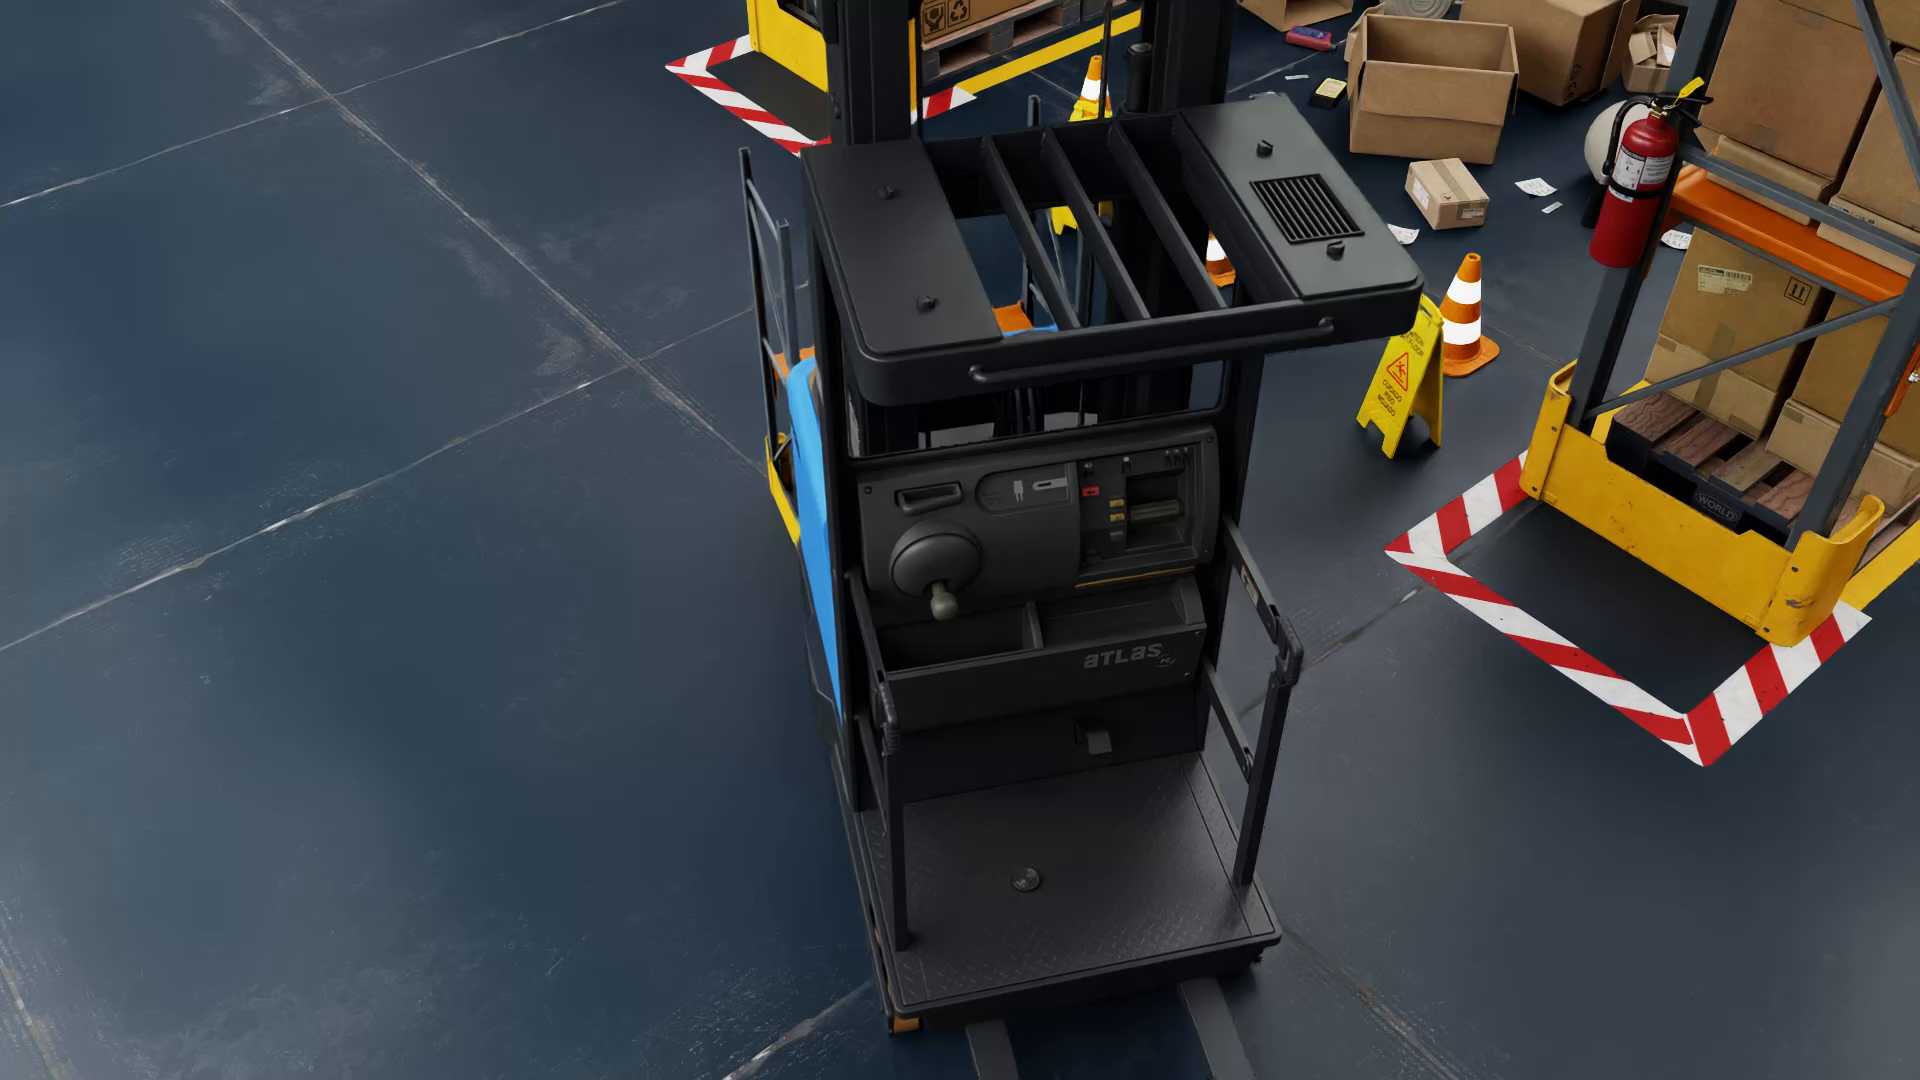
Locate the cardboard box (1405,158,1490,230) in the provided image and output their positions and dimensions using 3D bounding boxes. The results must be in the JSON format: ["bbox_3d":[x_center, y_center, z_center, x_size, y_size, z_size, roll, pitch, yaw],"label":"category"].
[{"bbox_3d":[2.309,-1.644,7.892,0.250,0.149,0.380,-7,44,-7],"label":"cardboard box"}]

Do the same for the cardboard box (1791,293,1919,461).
[{"bbox_3d":[3.414,-0.691,5.949,0.500,0.500,0.500,-32,52,-29],"label":"cardboard box"}]

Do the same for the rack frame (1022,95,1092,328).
[{"bbox_3d":[0.333,-0.811,6.018,0.032,1.500,0.500,-14,45,-14],"label":"rack frame"}]

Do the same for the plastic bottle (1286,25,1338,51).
[{"bbox_3d":[1.947,-2.750,9.133,0.283,0.061,0.133,22,47,21],"label":"plastic bottle"}]

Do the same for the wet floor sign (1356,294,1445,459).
[{"bbox_3d":[1.768,-0.667,6.489,0.232,0.644,0.267,-14,45,-14],"label":"wet floor sign"}]

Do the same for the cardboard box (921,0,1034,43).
[{"bbox_3d":[-0.176,-3.313,8.832,0.875,0.875,0.875,-29,51,-28],"label":"cardboard box"}]

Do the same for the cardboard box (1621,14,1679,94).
[{"bbox_3d":[3.666,-2.577,8.800,0.258,0.266,0.396,7,44,7],"label":"cardboard box"}]

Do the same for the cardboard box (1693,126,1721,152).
[{"bbox_3d":[3.973,-2.138,8.159,0.500,0.500,0.500,0,43,0],"label":"cardboard box"}]

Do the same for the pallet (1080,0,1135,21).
[{"bbox_3d":[0.845,-3.511,9.834,1.213,0.211,1.003,-30,51,-28],"label":"pallet"}]

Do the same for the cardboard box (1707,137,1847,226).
[{"bbox_3d":[2.749,-1.232,5.554,0.250,0.149,0.380,-28,50,-27],"label":"cardboard box"}]

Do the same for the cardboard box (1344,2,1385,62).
[{"bbox_3d":[2.278,-2.640,8.867,0.258,0.266,0.396,-21,47,-21],"label":"cardboard box"}]

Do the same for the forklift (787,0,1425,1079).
[{"bbox_3d":[0.258,0.045,4.061,1.130,2.935,3.031,-9,44,-9],"label":"forklift"}]

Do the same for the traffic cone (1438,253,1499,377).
[{"bbox_3d":[2.102,-0.989,6.965,0.334,0.463,0.336,-30,51,-28],"label":"traffic cone"}]

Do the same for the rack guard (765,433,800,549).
[{"bbox_3d":[-0.604,-0.121,6.196,0.087,0.250,0.587,-14,45,-14],"label":"rack guard"}]

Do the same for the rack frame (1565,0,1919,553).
[{"bbox_3d":[2.600,-1.047,5.174,0.127,3.000,1.000,-30,51,-28],"label":"rack frame"}]

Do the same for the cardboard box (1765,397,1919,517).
[{"bbox_3d":[3.396,-0.407,6.194,0.500,0.250,0.500,-30,51,-28],"label":"cardboard box"}]

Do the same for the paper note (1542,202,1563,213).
[{"bbox_3d":[2.826,-1.586,7.932,0.123,0.001,0.032,-30,51,-28],"label":"paper note"}]

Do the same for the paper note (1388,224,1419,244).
[{"bbox_3d":[2.048,-1.425,7.745,0.148,0.019,0.142,22,47,21],"label":"paper note"}]

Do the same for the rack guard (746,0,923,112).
[{"bbox_3d":[-0.672,-2.680,8.739,0.348,0.500,1.175,-30,51,-28],"label":"rack guard"}]

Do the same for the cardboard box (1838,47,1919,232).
[{"bbox_3d":[3.141,-1.254,5.104,0.500,0.500,0.500,-31,51,-28],"label":"cardboard box"}]

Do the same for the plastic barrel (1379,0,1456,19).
[{"bbox_3d":[2.529,-3.116,9.259,0.421,0.421,0.512,0,43,0],"label":"plastic barrel"}]

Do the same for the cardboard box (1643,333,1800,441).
[{"bbox_3d":[3.066,-0.705,6.511,0.500,0.250,0.500,-30,51,-28],"label":"cardboard box"}]

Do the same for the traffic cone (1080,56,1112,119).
[{"bbox_3d":[0.665,-2.165,8.217,0.334,0.463,0.336,-30,51,-28],"label":"traffic cone"}]

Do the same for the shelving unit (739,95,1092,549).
[{"bbox_3d":[-0.136,-0.694,5.893,1.083,1.500,0.587,-14,45,-14],"label":"shelving unit"}]

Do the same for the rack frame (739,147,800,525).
[{"bbox_3d":[-0.622,-0.572,5.764,0.032,1.500,0.500,-14,45,-14],"label":"rack frame"}]

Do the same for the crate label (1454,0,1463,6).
[{"bbox_3d":[2.930,-3.180,9.536,0.298,0.136,0.250,7,44,7],"label":"crate label"}]

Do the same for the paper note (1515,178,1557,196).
[{"bbox_3d":[2.796,-1.715,8.063,0.142,0.019,0.148,-14,45,-14],"label":"paper note"}]

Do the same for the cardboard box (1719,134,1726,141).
[{"bbox_3d":[2.873,-1.402,5.735,0.250,0.149,0.380,-30,51,-28],"label":"cardboard box"}]

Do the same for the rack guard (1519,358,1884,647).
[{"bbox_3d":[2.658,-0.169,6.065,0.348,0.500,1.175,-30,51,-28],"label":"rack guard"}]

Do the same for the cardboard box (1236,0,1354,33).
[{"bbox_3d":[1.882,-3.228,9.320,0.500,0.500,0.500,-21,47,-21],"label":"cardboard box"}]

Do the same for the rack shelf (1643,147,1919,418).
[{"bbox_3d":[4.134,-1.663,6.355,4.000,0.370,1.077,-30,51,-28],"label":"rack shelf"}]

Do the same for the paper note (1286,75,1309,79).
[{"bbox_3d":[1.798,-2.470,8.873,0.123,0.001,0.032,-7,44,-7],"label":"paper note"}]

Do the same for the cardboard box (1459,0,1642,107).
[{"bbox_3d":[3.035,-2.703,8.661,0.503,0.637,0.797,-30,51,-28],"label":"cardboard box"}]

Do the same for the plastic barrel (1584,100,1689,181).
[{"bbox_3d":[3.213,-1.810,7.868,0.421,0.421,0.512,0,43,0],"label":"plastic barrel"}]

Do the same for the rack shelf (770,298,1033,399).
[{"bbox_3d":[-0.144,-0.560,6.014,1.000,0.185,0.538,-14,45,-14],"label":"rack shelf"}]

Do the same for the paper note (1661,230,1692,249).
[{"bbox_3d":[3.337,-1.400,7.718,0.142,0.019,0.148,22,47,21],"label":"paper note"}]

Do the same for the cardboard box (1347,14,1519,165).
[{"bbox_3d":[2.323,-2.238,8.265,0.797,0.503,0.637,7,44,7],"label":"cardboard box"}]

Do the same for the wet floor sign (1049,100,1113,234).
[{"bbox_3d":[0.595,-1.691,7.580,0.267,0.644,0.232,30,51,28],"label":"wet floor sign"}]

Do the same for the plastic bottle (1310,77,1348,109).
[{"bbox_3d":[1.948,-2.359,8.717,0.133,0.061,0.283,22,47,21],"label":"plastic bottle"}]

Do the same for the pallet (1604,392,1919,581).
[{"bbox_3d":[3.304,-0.402,6.524,1.213,0.211,1.003,-30,51,-28],"label":"pallet"}]

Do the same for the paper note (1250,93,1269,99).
[{"bbox_3d":[1.607,-2.298,8.676,0.142,0.017,0.144,-14,45,-14],"label":"paper note"}]

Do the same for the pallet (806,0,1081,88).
[{"bbox_3d":[-0.090,-2.978,9.267,1.213,0.211,1.003,-30,51,-28],"label":"pallet"}]

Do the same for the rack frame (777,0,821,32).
[{"bbox_3d":[-0.654,-3.602,7.894,0.127,3.000,1.000,-30,51,-28],"label":"rack frame"}]

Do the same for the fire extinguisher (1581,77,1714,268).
[{"bbox_3d":[2.216,-1.211,5.404,0.183,0.674,0.296,-30,51,-28],"label":"fire extinguisher"}]

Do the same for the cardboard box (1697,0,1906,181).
[{"bbox_3d":[2.839,-1.575,5.446,0.500,0.500,0.500,-31,51,-29],"label":"cardboard box"}]

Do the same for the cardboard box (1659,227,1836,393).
[{"bbox_3d":[3.047,-0.960,6.235,0.500,0.500,0.500,-29,51,-28],"label":"cardboard box"}]

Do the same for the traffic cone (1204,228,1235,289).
[{"bbox_3d":[1.129,-1.422,7.426,0.334,0.463,0.336,-30,51,-28],"label":"traffic cone"}]

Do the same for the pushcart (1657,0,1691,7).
[{"bbox_3d":[4.167,-3.023,9.194,1.648,0.377,0.936,22,47,21],"label":"pushcart"}]

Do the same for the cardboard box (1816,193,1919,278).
[{"bbox_3d":[2.993,-0.996,5.303,0.250,0.149,0.380,-30,51,-28],"label":"cardboard box"}]
